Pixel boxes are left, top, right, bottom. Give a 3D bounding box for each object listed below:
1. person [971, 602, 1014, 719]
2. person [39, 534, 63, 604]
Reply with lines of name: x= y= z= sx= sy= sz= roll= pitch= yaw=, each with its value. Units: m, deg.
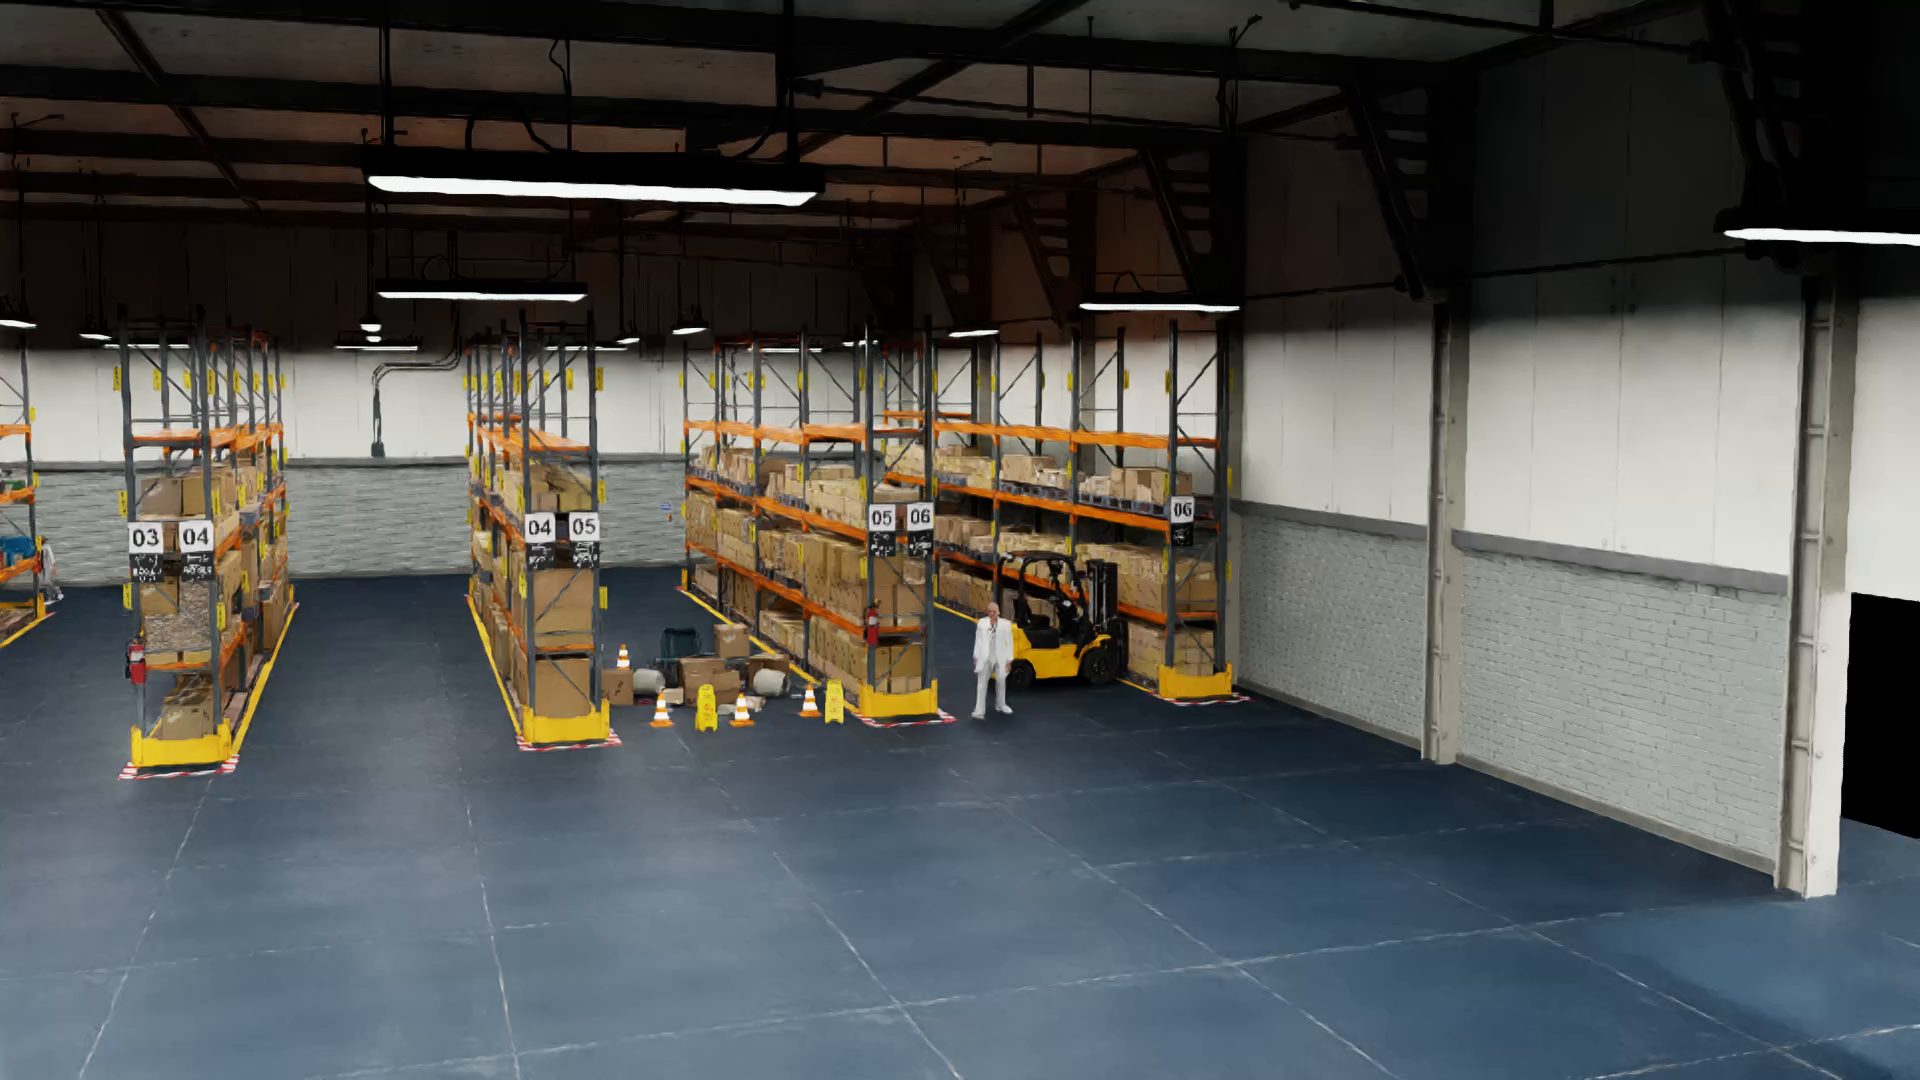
person: x=0.495 y=1.776 z=24.847 sx=0.625 sy=1.739 sz=0.872 roll=1 pitch=5 yaw=5
person: x=-20.573 y=0.651 z=37.558 sx=0.475 sy=1.590 sz=0.475 roll=2 pitch=6 yaw=21
